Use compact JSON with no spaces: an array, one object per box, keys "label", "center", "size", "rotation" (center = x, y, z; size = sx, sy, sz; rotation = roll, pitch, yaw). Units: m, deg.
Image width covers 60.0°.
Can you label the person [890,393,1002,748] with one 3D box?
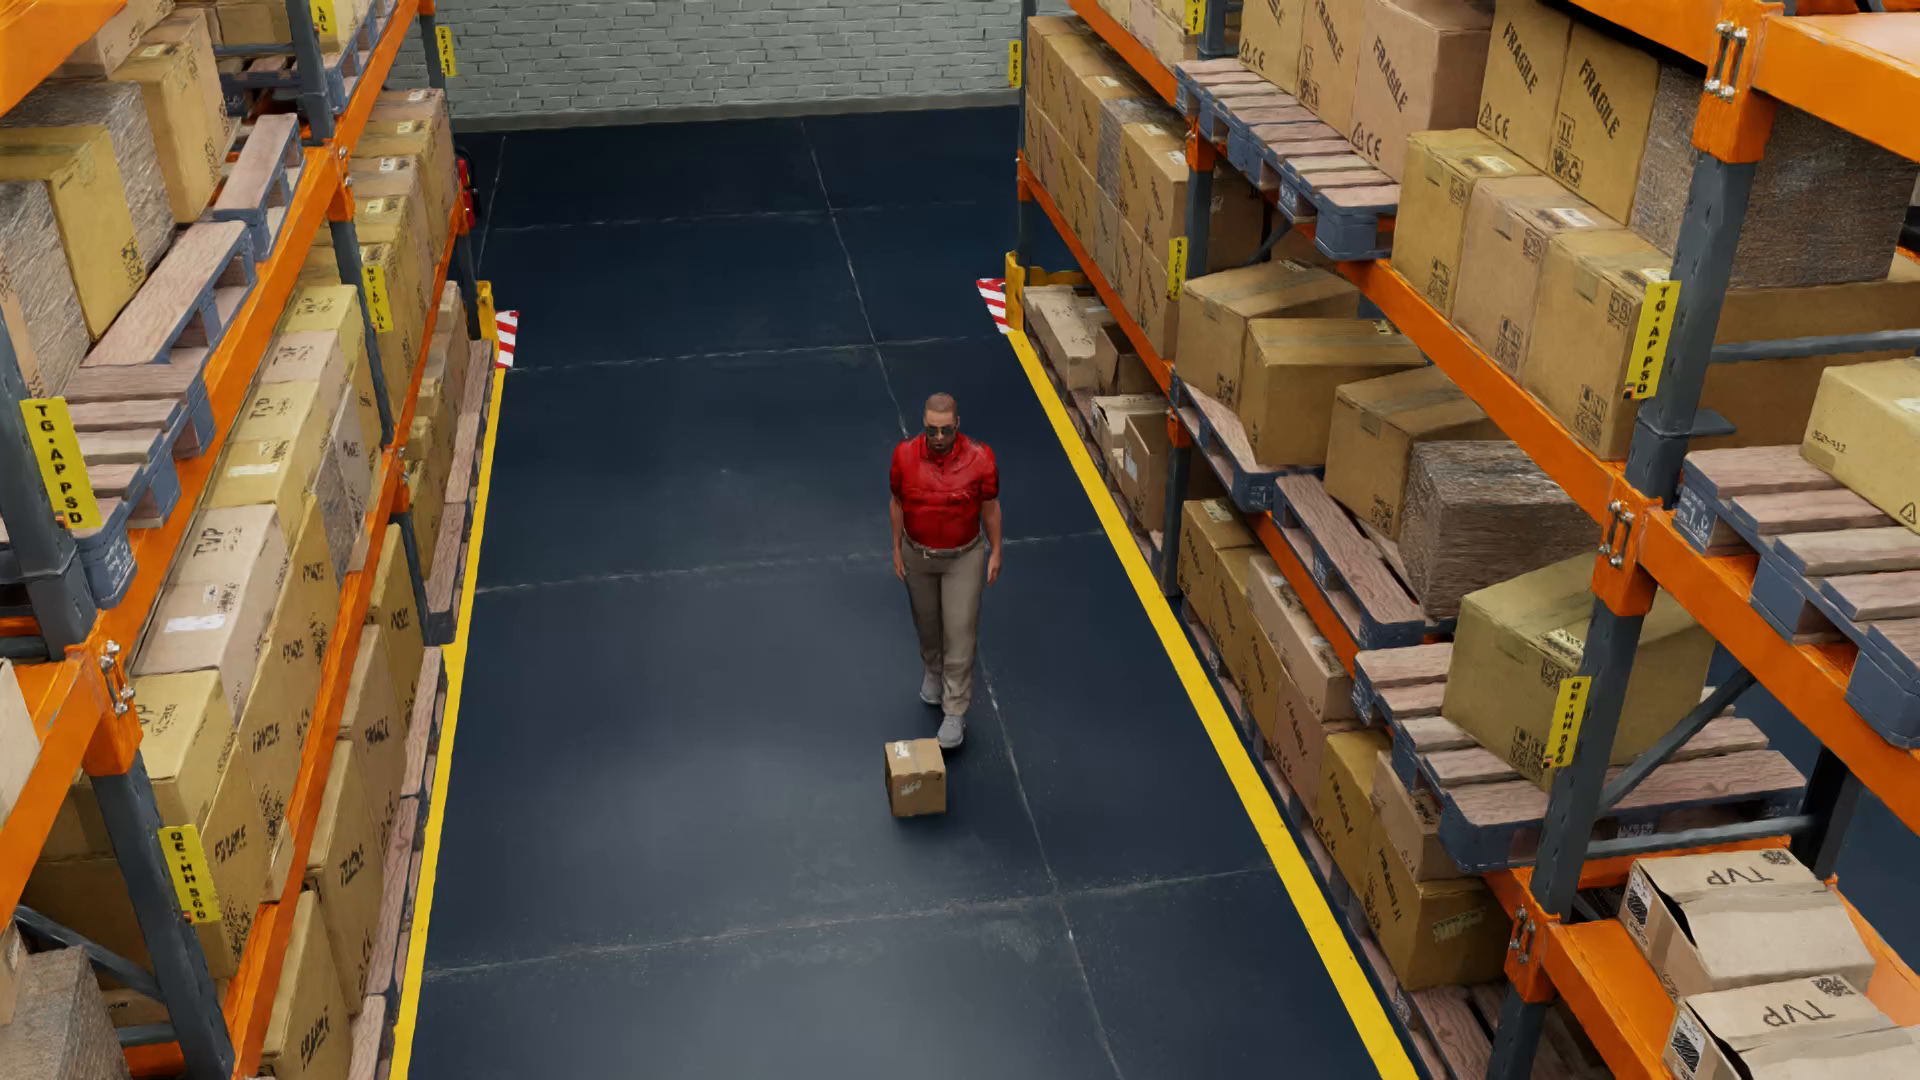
[{"label":"person","center":[-0.105,0.131,7.922],"size":[0.546,1.716,0.726],"rotation":[7,31,11]}]
